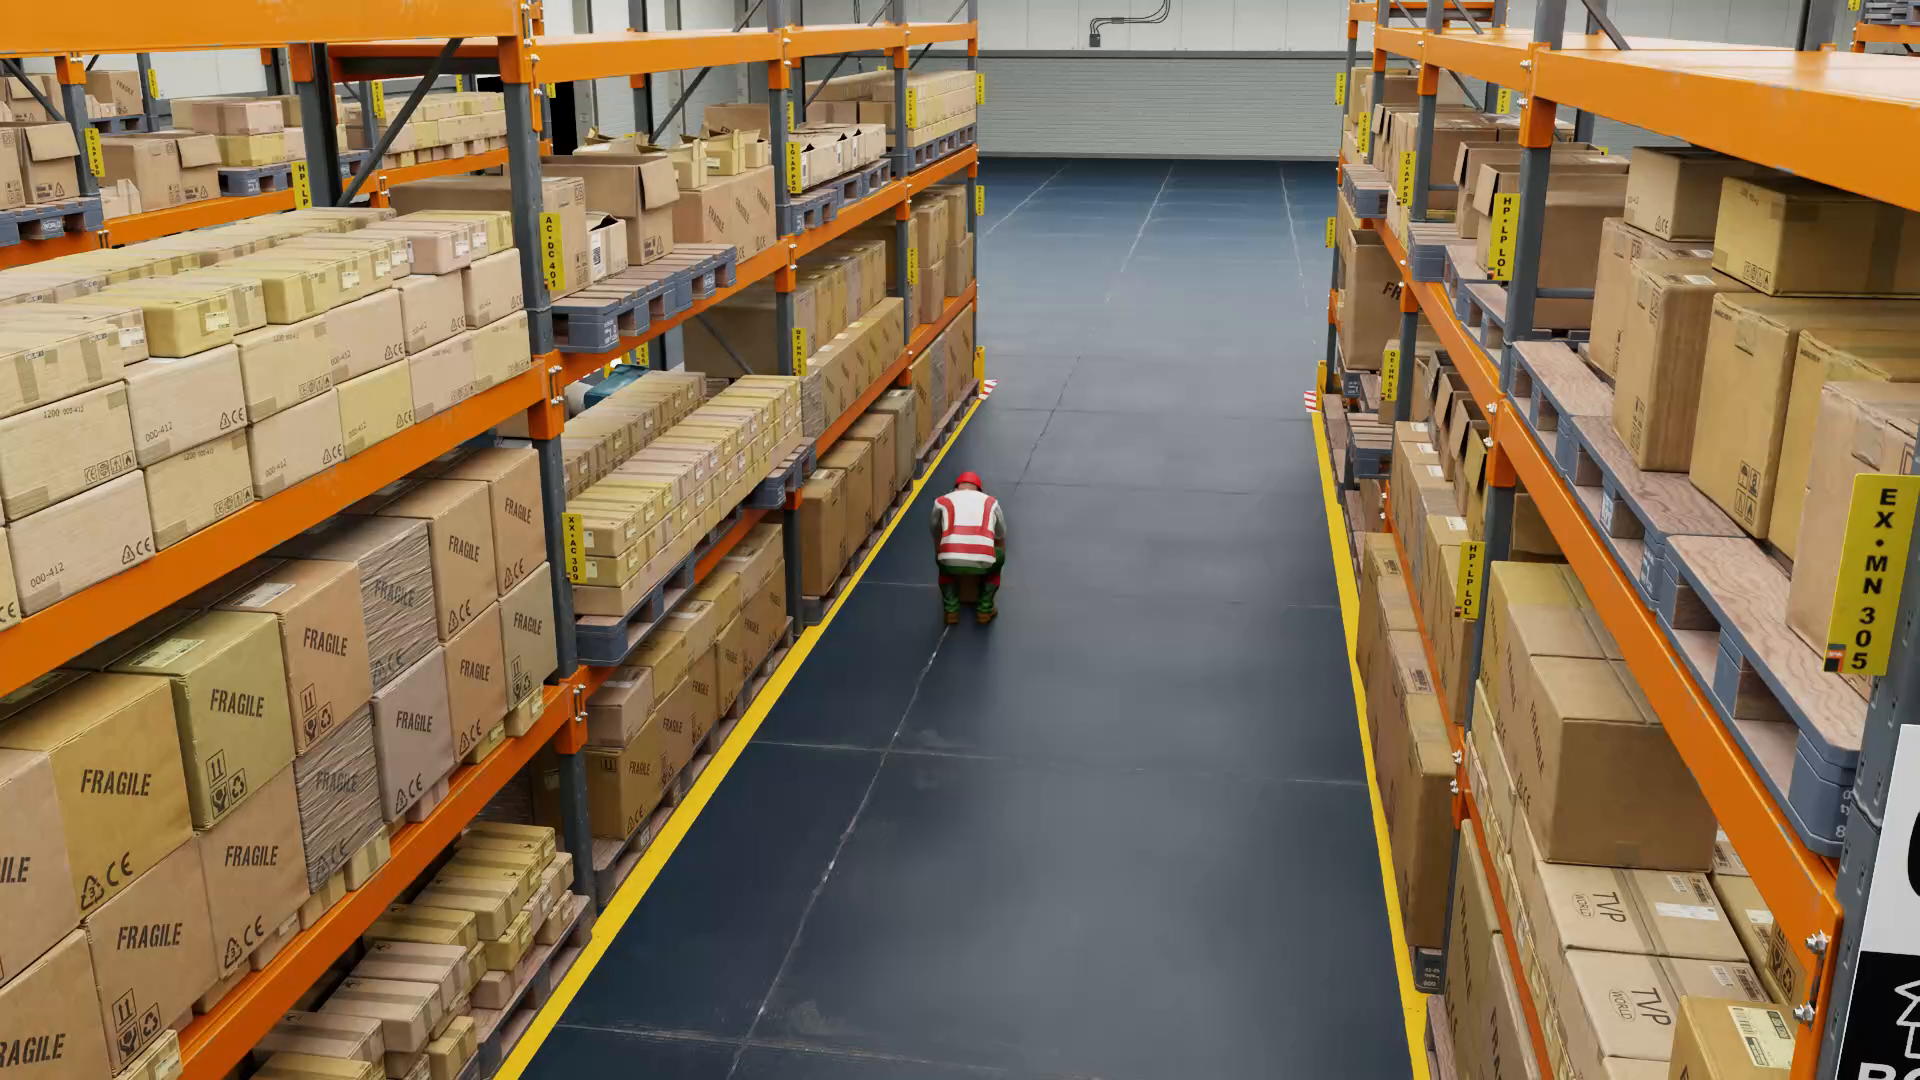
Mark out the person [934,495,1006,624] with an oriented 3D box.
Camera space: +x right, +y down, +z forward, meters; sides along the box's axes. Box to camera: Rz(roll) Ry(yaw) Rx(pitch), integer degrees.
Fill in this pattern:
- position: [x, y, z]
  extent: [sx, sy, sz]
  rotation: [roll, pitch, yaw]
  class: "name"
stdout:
- position: [0.080, 0.073, 12.168]
  extent: [0.529, 0.942, 0.950]
  rotation: [2, 18, 5]
  class: "person"
